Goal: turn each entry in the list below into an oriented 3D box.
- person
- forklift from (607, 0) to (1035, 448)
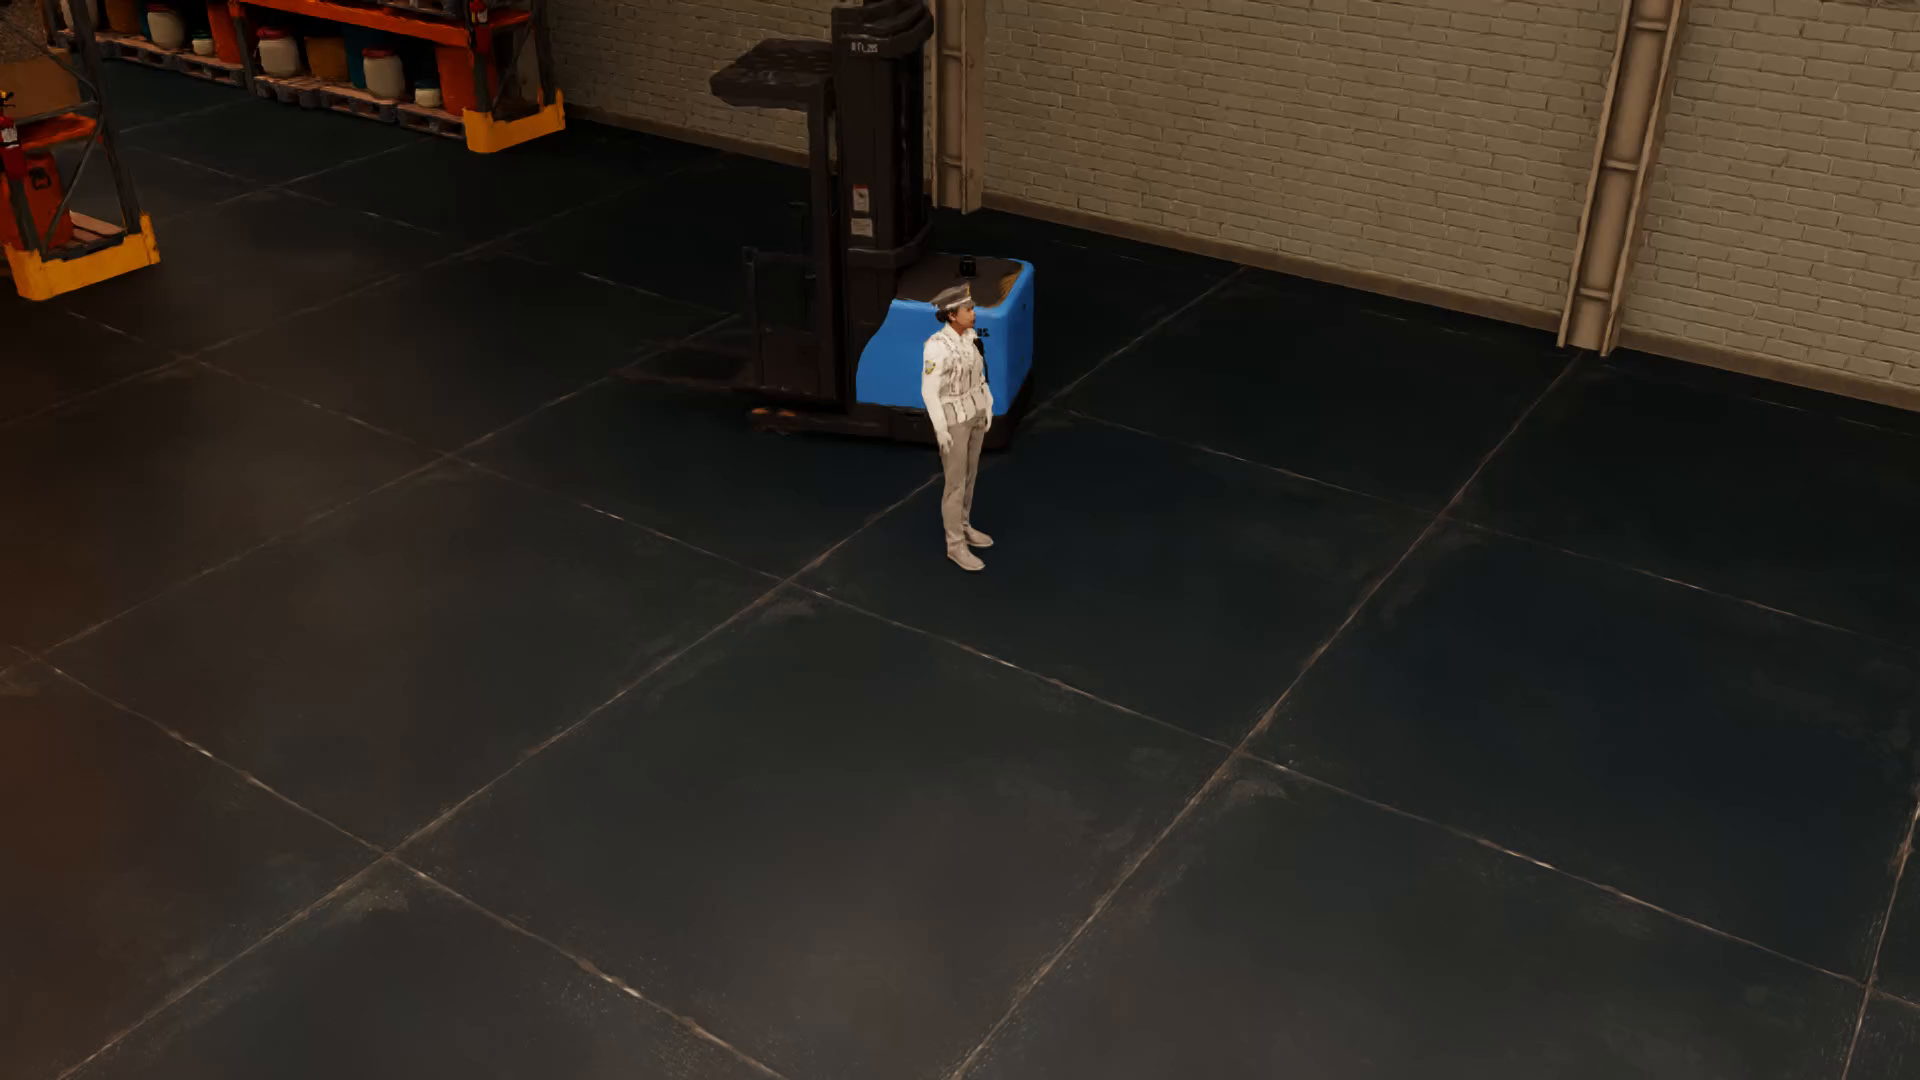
[{"bbox_3d":[0.052,-0.717,10.033,0.533,1.695,0.586,19,35,29],"label":"person"},{"bbox_3d":[-1.033,-2.265,11.482,3.031,2.935,1.130,7,31,12],"label":"forklift"}]
